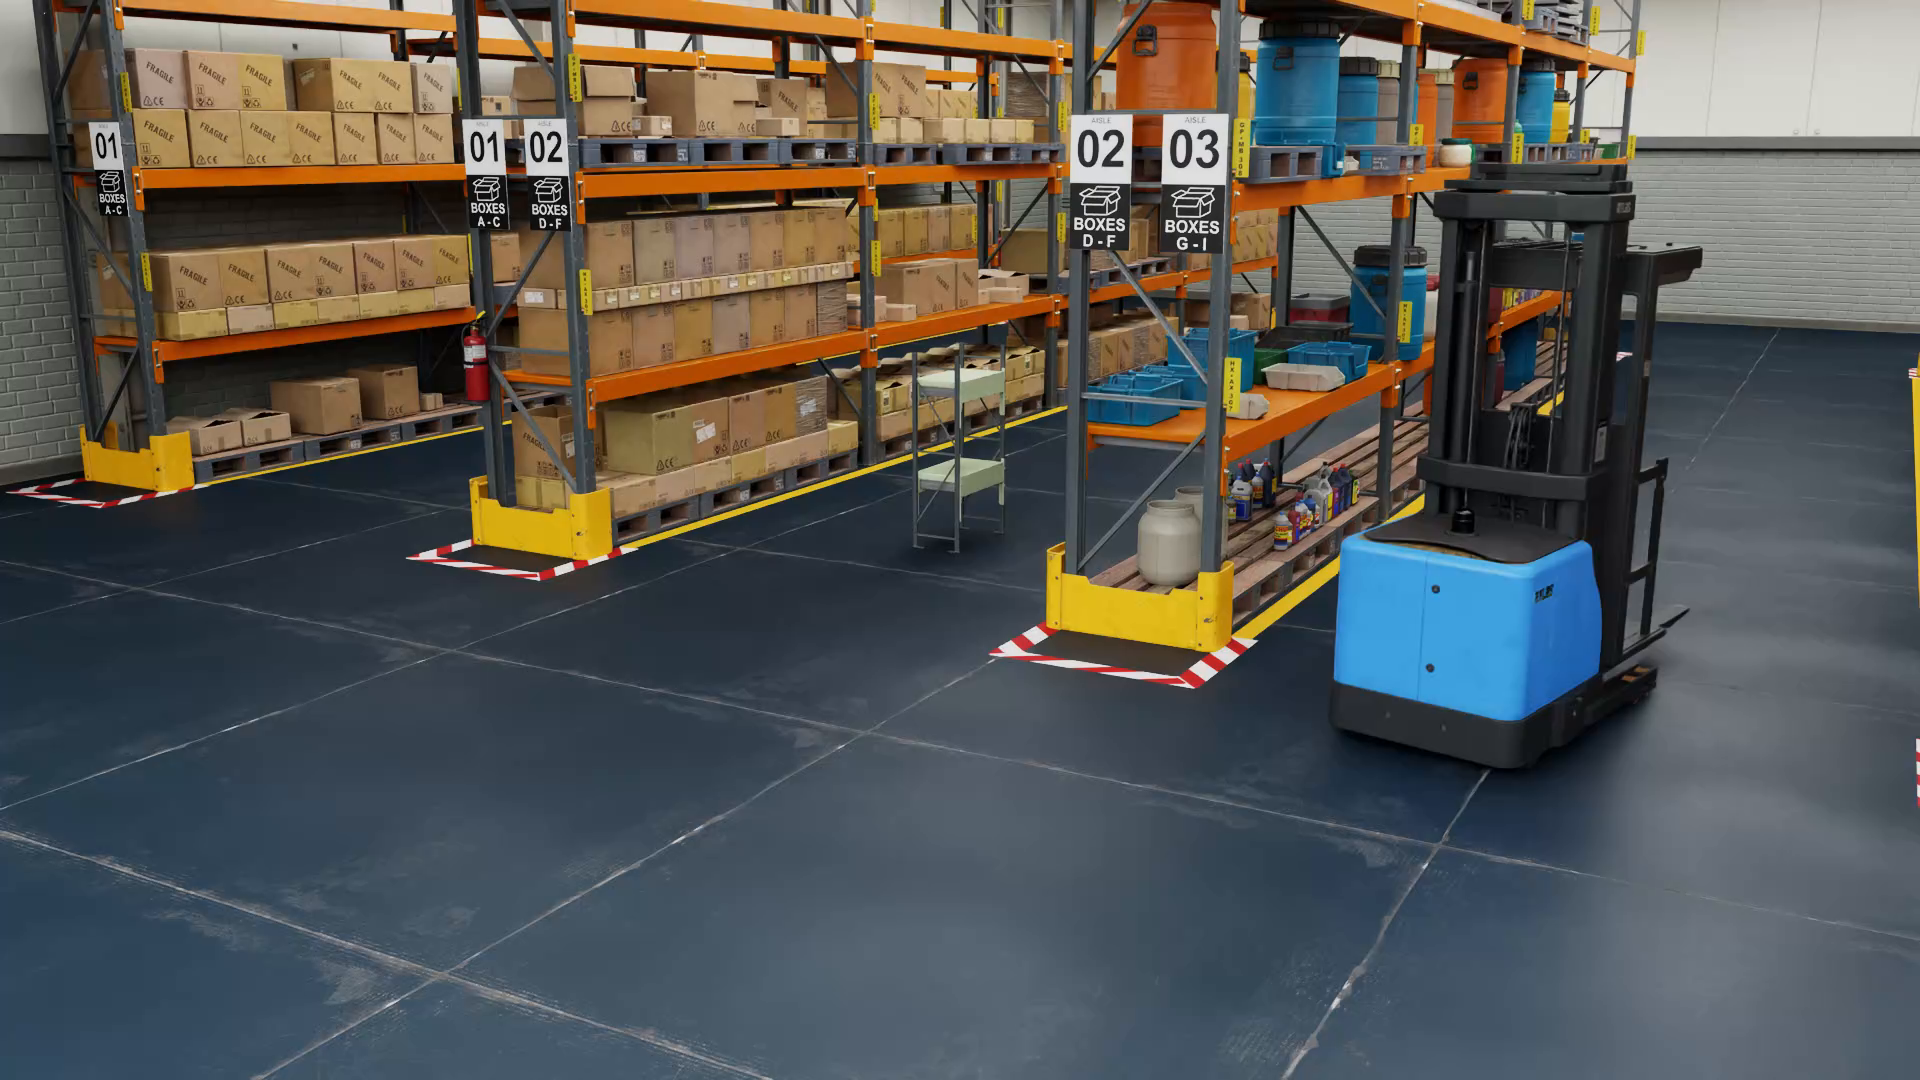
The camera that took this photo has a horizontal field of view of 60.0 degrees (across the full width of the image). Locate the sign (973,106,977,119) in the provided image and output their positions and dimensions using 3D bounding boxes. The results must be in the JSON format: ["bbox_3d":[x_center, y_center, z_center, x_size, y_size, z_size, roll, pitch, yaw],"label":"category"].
[{"bbox_3d":[0.190,-4.820,19.124,0.100,0.325,0.005,7,15,28],"label":"sign"}]

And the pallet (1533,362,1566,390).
[{"bbox_3d":[7.254,-2.107,21.323,1.003,0.211,1.213,7,15,28],"label":"pallet"}]

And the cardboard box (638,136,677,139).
[{"bbox_3d":[-3.786,-4.856,20.521,0.500,0.311,0.500,7,15,28],"label":"cardboard box"}]

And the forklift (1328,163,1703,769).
[{"bbox_3d":[3.290,-0.577,9.175,1.130,2.935,3.031,12,18,40],"label":"forklift"}]

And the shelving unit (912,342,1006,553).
[{"bbox_3d":[-0.003,-0.728,12.852,0.431,1.500,0.755,7,15,28],"label":"shelving unit"}]

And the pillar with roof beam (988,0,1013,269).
[{"bbox_3d":[4.510,-8.331,28.390,9.100,9.000,0.400,7,15,28],"label":"pillar with roof beam"}]

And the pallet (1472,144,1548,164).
[{"bbox_3d":[5.454,-3.999,17.224,1.003,0.211,1.213,7,15,28],"label":"pallet"}]

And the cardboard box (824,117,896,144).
[{"bbox_3d":[-0.963,-3.943,16.012,0.500,0.250,0.500,9,16,34],"label":"cardboard box"}]

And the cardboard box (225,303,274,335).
[{"bbox_3d":[-6.789,-2.077,15.526,0.500,0.250,0.500,7,15,26],"label":"cardboard box"}]

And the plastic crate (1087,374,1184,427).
[{"bbox_3d":[1.111,-0.910,10.724,0.499,0.251,0.616,7,15,28],"label":"plastic crate"}]

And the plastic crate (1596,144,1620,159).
[{"bbox_3d":[8.639,-5.249,22.456,0.450,0.188,0.336,7,15,28],"label":"plastic crate"}]

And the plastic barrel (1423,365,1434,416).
[{"bbox_3d":[5.220,-1.738,17.578,0.600,0.830,0.708,7,15,28],"label":"plastic barrel"}]

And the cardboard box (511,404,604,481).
[{"bbox_3d":[-3.204,-0.783,13.253,0.500,0.500,0.500,7,15,28],"label":"cardboard box"}]

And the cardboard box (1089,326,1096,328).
[{"bbox_3d":[1.410,-2.480,21.317,0.500,0.500,0.500,7,15,26],"label":"cardboard box"}]

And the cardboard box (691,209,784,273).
[{"bbox_3d":[-1.964,-2.609,14.474,0.700,0.500,0.500,7,15,28],"label":"cardboard box"}]

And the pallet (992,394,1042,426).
[{"bbox_3d":[0.232,-1.529,18.924,1.003,0.211,1.213,7,15,28],"label":"pallet"}]

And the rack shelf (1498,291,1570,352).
[{"bbox_3d":[5.966,-2.547,18.735,1.077,0.370,4.000,7,15,28],"label":"rack shelf"}]

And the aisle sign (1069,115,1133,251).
[{"bbox_3d":[0.836,-2.128,9.914,0.394,0.787,0.004,7,15,28],"label":"aisle sign"}]

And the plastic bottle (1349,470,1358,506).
[{"bbox_3d":[3.121,-0.423,13.247,0.061,0.283,0.133,8,16,31],"label":"plastic bottle"}]

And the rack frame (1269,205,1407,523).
[{"bbox_3d":[3.065,-1.666,13.544,1.000,3.000,0.127,7,15,28],"label":"rack frame"}]

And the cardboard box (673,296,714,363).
[{"bbox_3d":[-2.471,-1.760,13.720,0.700,0.500,0.500,7,15,28],"label":"cardboard box"}]

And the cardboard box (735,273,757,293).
[{"bbox_3d":[-1.954,-2.197,14.148,0.380,0.149,0.250,8,16,30],"label":"cardboard box"}]

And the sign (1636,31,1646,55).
[{"bbox_3d":[9.355,-6.829,22.846,0.100,0.325,0.005,7,15,28],"label":"sign"}]

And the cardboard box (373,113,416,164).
[{"bbox_3d":[-5.891,-4.071,16.864,0.500,0.500,0.500,6,15,23],"label":"cardboard box"}]

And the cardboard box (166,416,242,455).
[{"bbox_3d":[-7.128,-1.006,15.606,0.500,0.311,0.500,6,15,22],"label":"cardboard box"}]

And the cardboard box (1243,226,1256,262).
[{"bbox_3d":[4.060,-4.407,24.701,0.500,0.500,0.500,8,15,28],"label":"cardboard box"}]

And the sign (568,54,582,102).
[{"bbox_3d":[-2.720,-3.265,11.742,0.100,0.325,0.005,7,15,28],"label":"sign"}]

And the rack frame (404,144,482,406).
[{"bbox_3d":[-5.608,-2.789,18.200,1.000,3.000,0.127,7,15,28],"label":"rack frame"}]

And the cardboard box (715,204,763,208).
[{"bbox_3d":[-2.970,-4.351,22.190,0.500,0.250,0.500,7,15,27],"label":"cardboard box"}]

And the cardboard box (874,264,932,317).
[{"bbox_3d":[-0.629,-2.540,16.958,0.500,0.500,0.500,9,16,32],"label":"cardboard box"}]

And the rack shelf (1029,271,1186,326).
[{"bbox_3d":[1.631,-3.109,21.066,1.077,0.370,4.000,7,15,28],"label":"rack shelf"}]

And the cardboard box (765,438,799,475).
[{"bbox_3d":[-1.781,-0.770,14.798,0.500,0.250,0.500,7,15,28],"label":"cardboard box"}]

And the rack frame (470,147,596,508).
[{"bbox_3d":[-3.203,-1.407,12.471,1.000,3.000,0.127,7,15,28],"label":"rack frame"}]

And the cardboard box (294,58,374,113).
[{"bbox_3d":[-6.111,-4.436,16.243,0.500,0.500,0.500,7,15,26],"label":"cardboard box"}]

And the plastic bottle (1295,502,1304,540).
[{"bbox_3d":[2.446,-0.140,12.097,0.097,0.271,0.097,0,14,0],"label":"plastic bottle"}]

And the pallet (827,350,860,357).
[{"bbox_3d":[-2.047,-2.907,24.643,1.003,0.211,1.213,7,15,28],"label":"pallet"}]

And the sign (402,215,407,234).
[{"bbox_3d":[-6.095,-3.414,18.322,0.100,0.325,0.005,7,15,28],"label":"sign"}]

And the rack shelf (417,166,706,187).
[{"bbox_3d":[-4.641,-4.307,19.635,1.077,0.370,4.000,7,15,28],"label":"rack shelf"}]

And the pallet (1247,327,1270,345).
[{"bbox_3d":[4.110,-3.155,25.671,1.003,0.211,1.213,7,15,28],"label":"pallet"}]

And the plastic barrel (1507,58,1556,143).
[{"bbox_3d":[6.241,-4.846,18.368,0.600,0.901,0.708,7,15,28],"label":"plastic barrel"}]

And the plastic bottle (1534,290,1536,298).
[{"bbox_3d":[6.507,-2.860,18.922,0.097,0.201,0.097,0,14,0],"label":"plastic bottle"}]

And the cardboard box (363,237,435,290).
[{"bbox_3d":[-5.802,-2.855,17.152,0.500,0.500,0.500,7,15,28],"label":"cardboard box"}]

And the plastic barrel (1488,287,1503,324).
[{"bbox_3d":[5.040,-2.423,16.395,0.600,0.536,0.708,7,15,28],"label":"plastic barrel"}]

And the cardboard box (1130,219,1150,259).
[{"bbox_3d":[2.173,-4.050,22.324,0.700,0.500,0.500,2,14,9],"label":"cardboard box"}]

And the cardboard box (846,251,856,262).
[{"bbox_3d":[-1.757,-4.162,24.389,0.380,0.149,0.250,8,16,29],"label":"cardboard box"}]

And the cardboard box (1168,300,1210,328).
[{"bbox_3d":[3.502,-3.256,24.526,0.797,0.503,0.637,7,15,28],"label":"cardboard box"}]

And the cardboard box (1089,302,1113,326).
[{"bbox_3d":[1.667,-2.956,21.689,0.500,0.250,0.500,7,15,28],"label":"cardboard box"}]

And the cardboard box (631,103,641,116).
[{"bbox_3d":[-2.877,-3.331,13.176,0.500,0.250,0.500,7,15,28],"label":"cardboard box"}]

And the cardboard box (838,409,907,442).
[{"bbox_3d":[-0.857,-1.150,16.375,0.500,0.250,0.500,7,15,27],"label":"cardboard box"}]

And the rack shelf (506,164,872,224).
[{"bbox_3d":[-2.236,-2.926,13.906,1.077,0.370,4.000,7,15,28],"label":"rack shelf"}]

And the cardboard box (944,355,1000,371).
[{"bbox_3d":[0.135,-1.843,18.052,0.500,0.311,0.500,7,15,28],"label":"cardboard box"}]

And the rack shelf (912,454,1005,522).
[{"bbox_3d":[-0.003,-0.411,12.929,0.431,0.370,0.720,7,15,28],"label":"rack shelf"}]

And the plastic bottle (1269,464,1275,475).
[{"bbox_3d":[2.488,-0.462,13.408,0.061,0.283,0.133,7,15,28],"label":"plastic bottle"}]

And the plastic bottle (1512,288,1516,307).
[{"bbox_3d":[5.931,-2.647,17.861,0.061,0.283,0.133,7,15,28],"label":"plastic bottle"}]

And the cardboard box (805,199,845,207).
[{"bbox_3d":[-1.998,-4.769,23.923,0.500,0.250,0.500,8,16,29],"label":"cardboard box"}]
